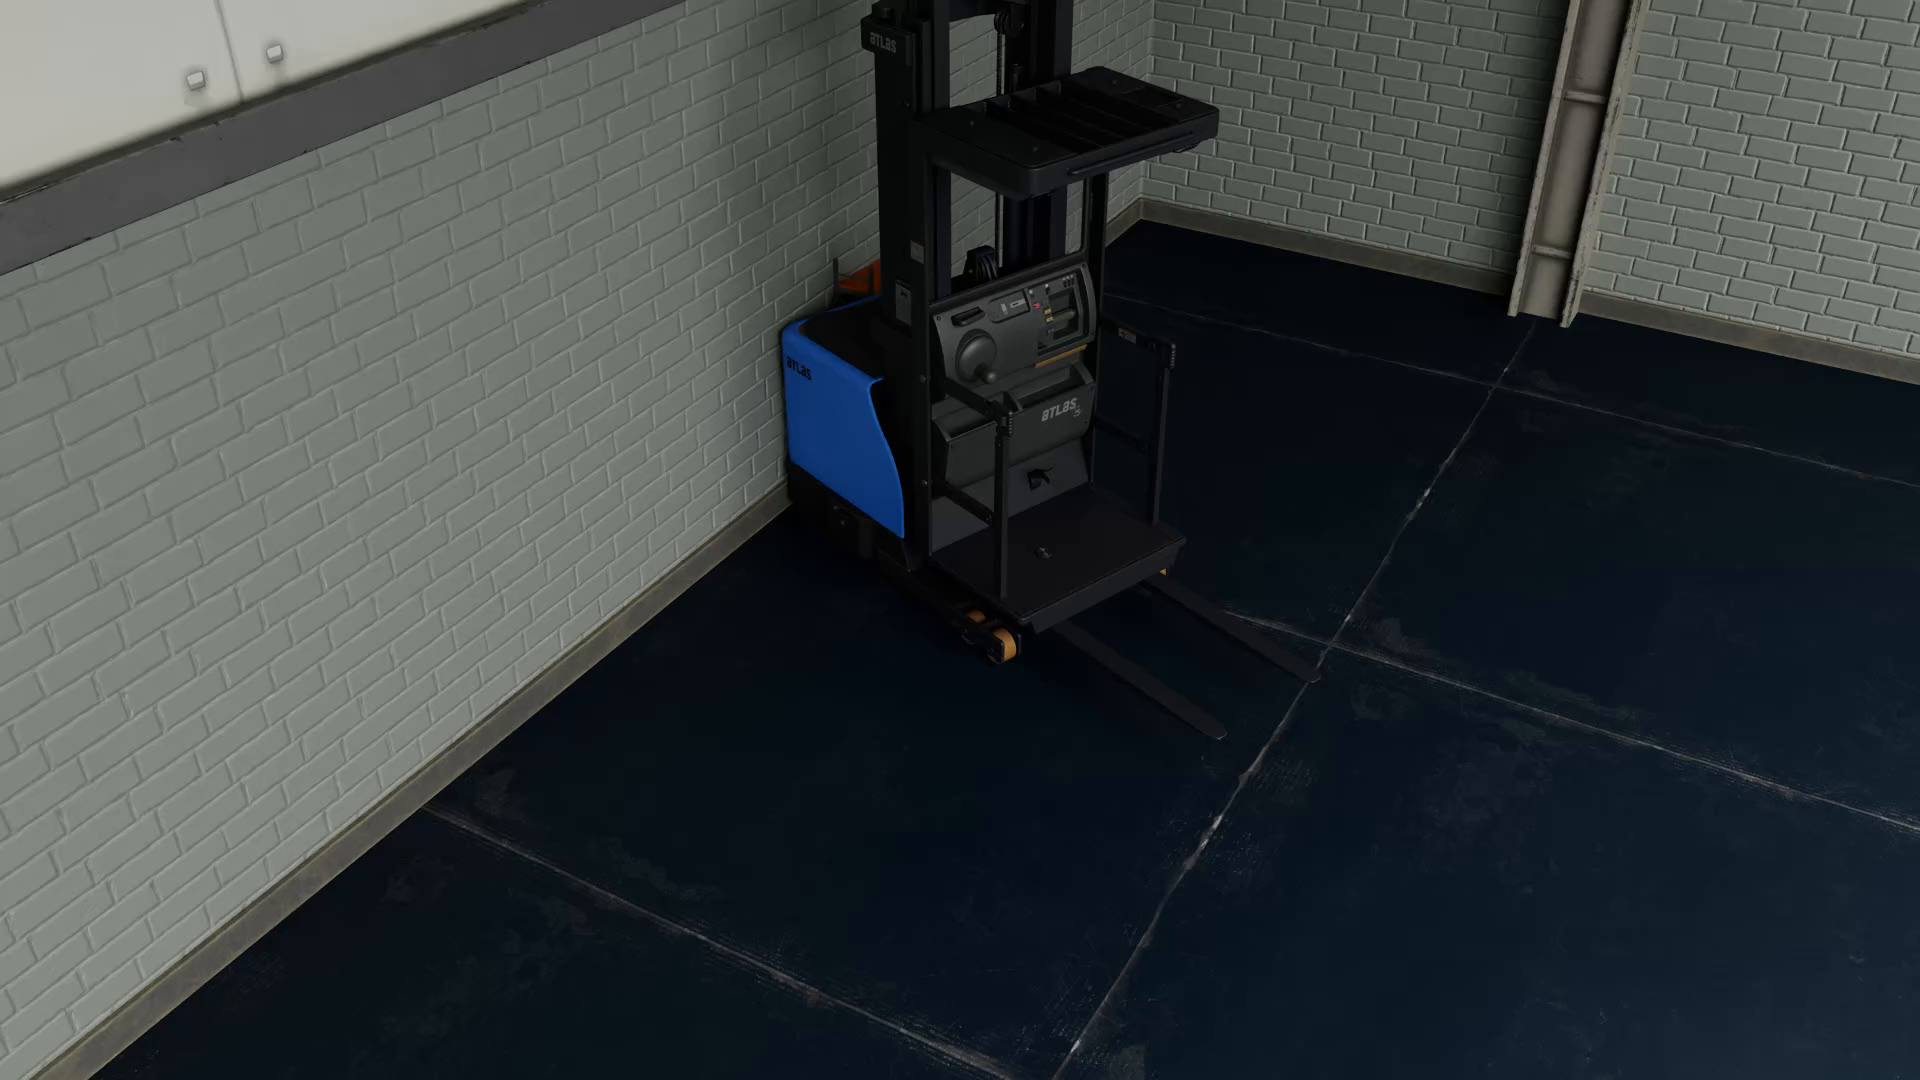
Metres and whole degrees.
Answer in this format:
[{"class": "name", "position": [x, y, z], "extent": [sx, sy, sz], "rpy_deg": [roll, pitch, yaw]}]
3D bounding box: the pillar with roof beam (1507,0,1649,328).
[{"class": "pillar with roof beam", "position": [1.723, -3.183, 5.410], "extent": [0.400, 9.000, 9.100], "rpy_deg": [18, 37, 24]}]

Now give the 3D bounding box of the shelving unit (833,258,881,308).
[{"class": "shelving unit", "position": [-0.448, -1.035, 9.201], "extent": [0.258, 1.200, 0.503], "rpy_deg": [16, 33, 25]}]

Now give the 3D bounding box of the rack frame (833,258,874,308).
[{"class": "rack frame", "position": [-0.567, -0.932, 9.015], "extent": [0.240, 1.200, 0.015], "rpy_deg": [16, 33, 25]}]

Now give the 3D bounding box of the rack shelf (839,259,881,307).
[{"class": "rack shelf", "position": [-0.444, -1.378, 9.008], "extent": [0.258, 0.148, 0.480], "rpy_deg": [16, 33, 25]}]

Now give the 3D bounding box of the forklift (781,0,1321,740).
[{"class": "forklift", "position": [0.397, -0.952, 7.535], "extent": [1.130, 2.935, 3.031], "rpy_deg": [-24, 41, -32]}]
